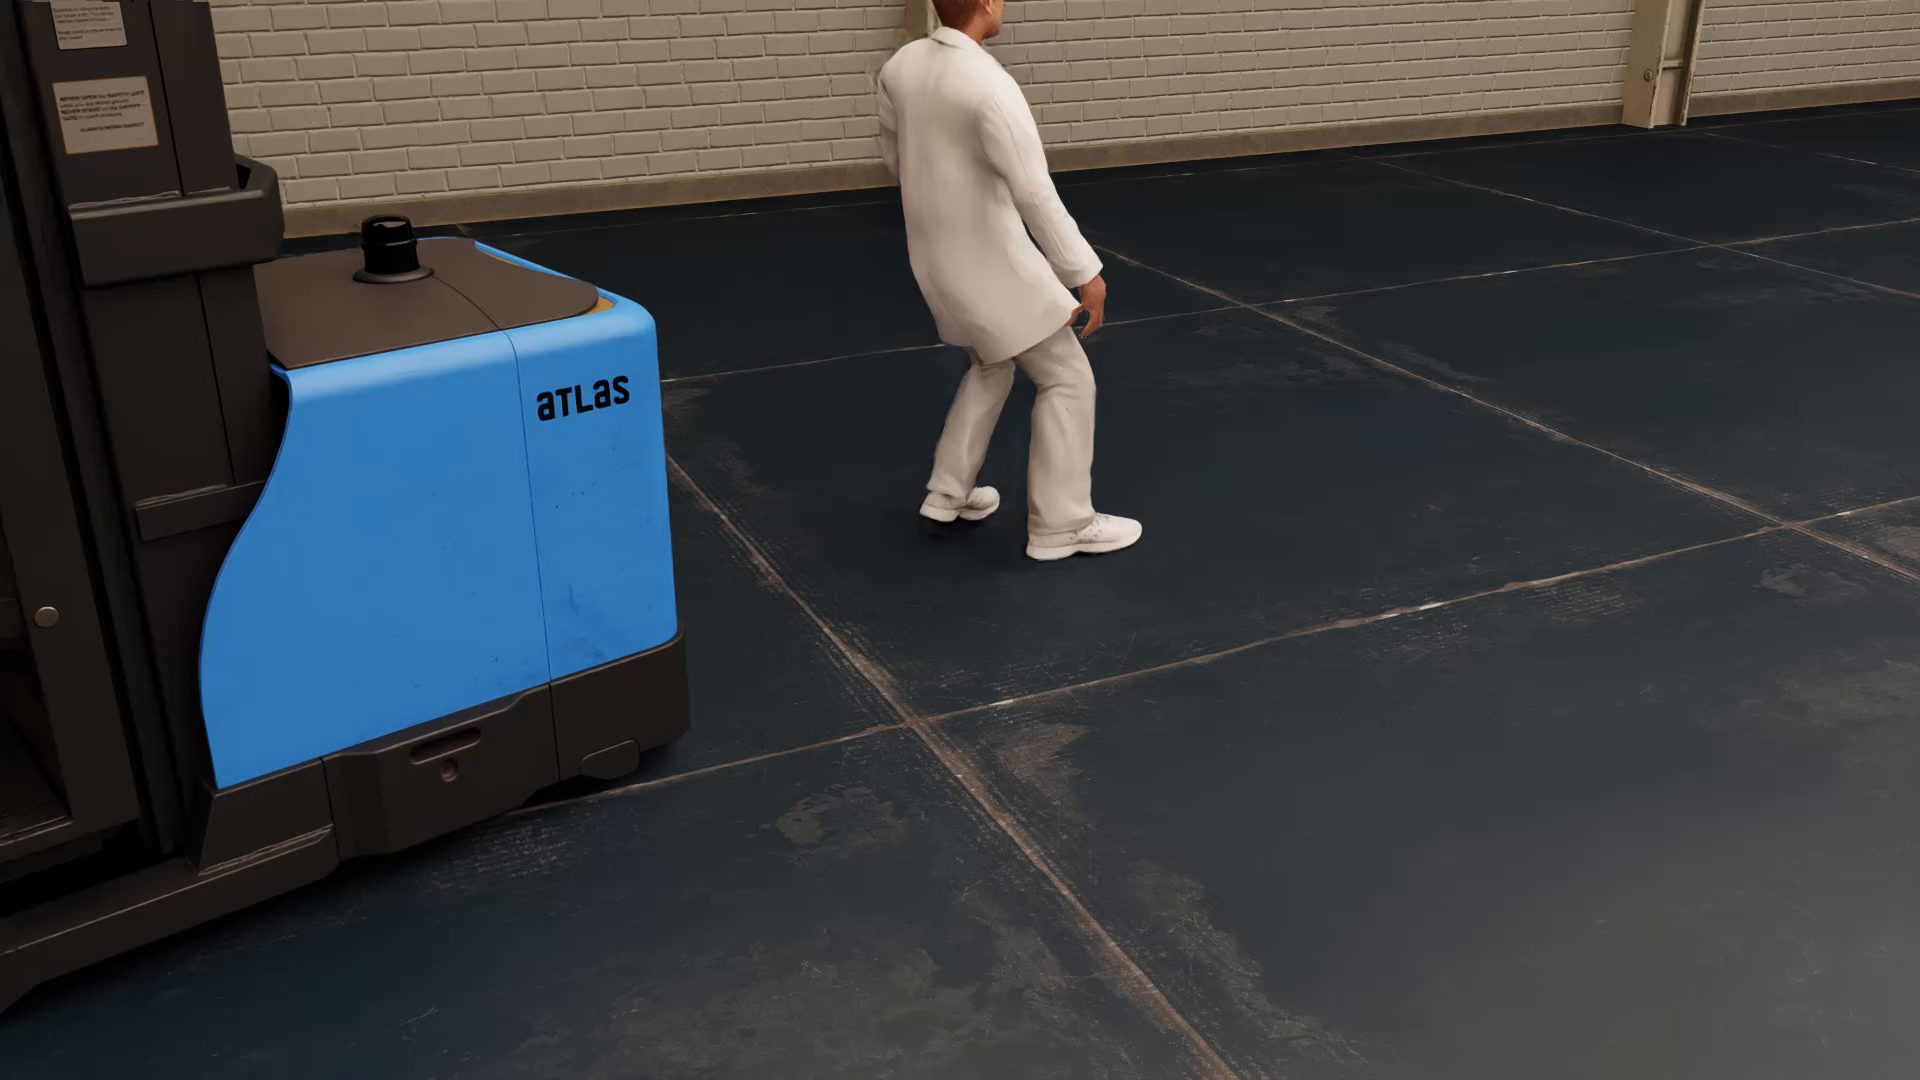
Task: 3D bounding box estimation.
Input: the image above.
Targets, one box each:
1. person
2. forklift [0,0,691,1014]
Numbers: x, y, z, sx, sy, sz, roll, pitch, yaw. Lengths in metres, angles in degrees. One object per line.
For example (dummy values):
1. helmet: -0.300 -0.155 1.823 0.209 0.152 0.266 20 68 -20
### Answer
1. person: 0.146 -0.824 4.856 0.567 1.714 0.795 -14 27 -31
2. forklift: -2.083 -0.630 2.802 3.031 2.935 1.130 -18 28 -36
